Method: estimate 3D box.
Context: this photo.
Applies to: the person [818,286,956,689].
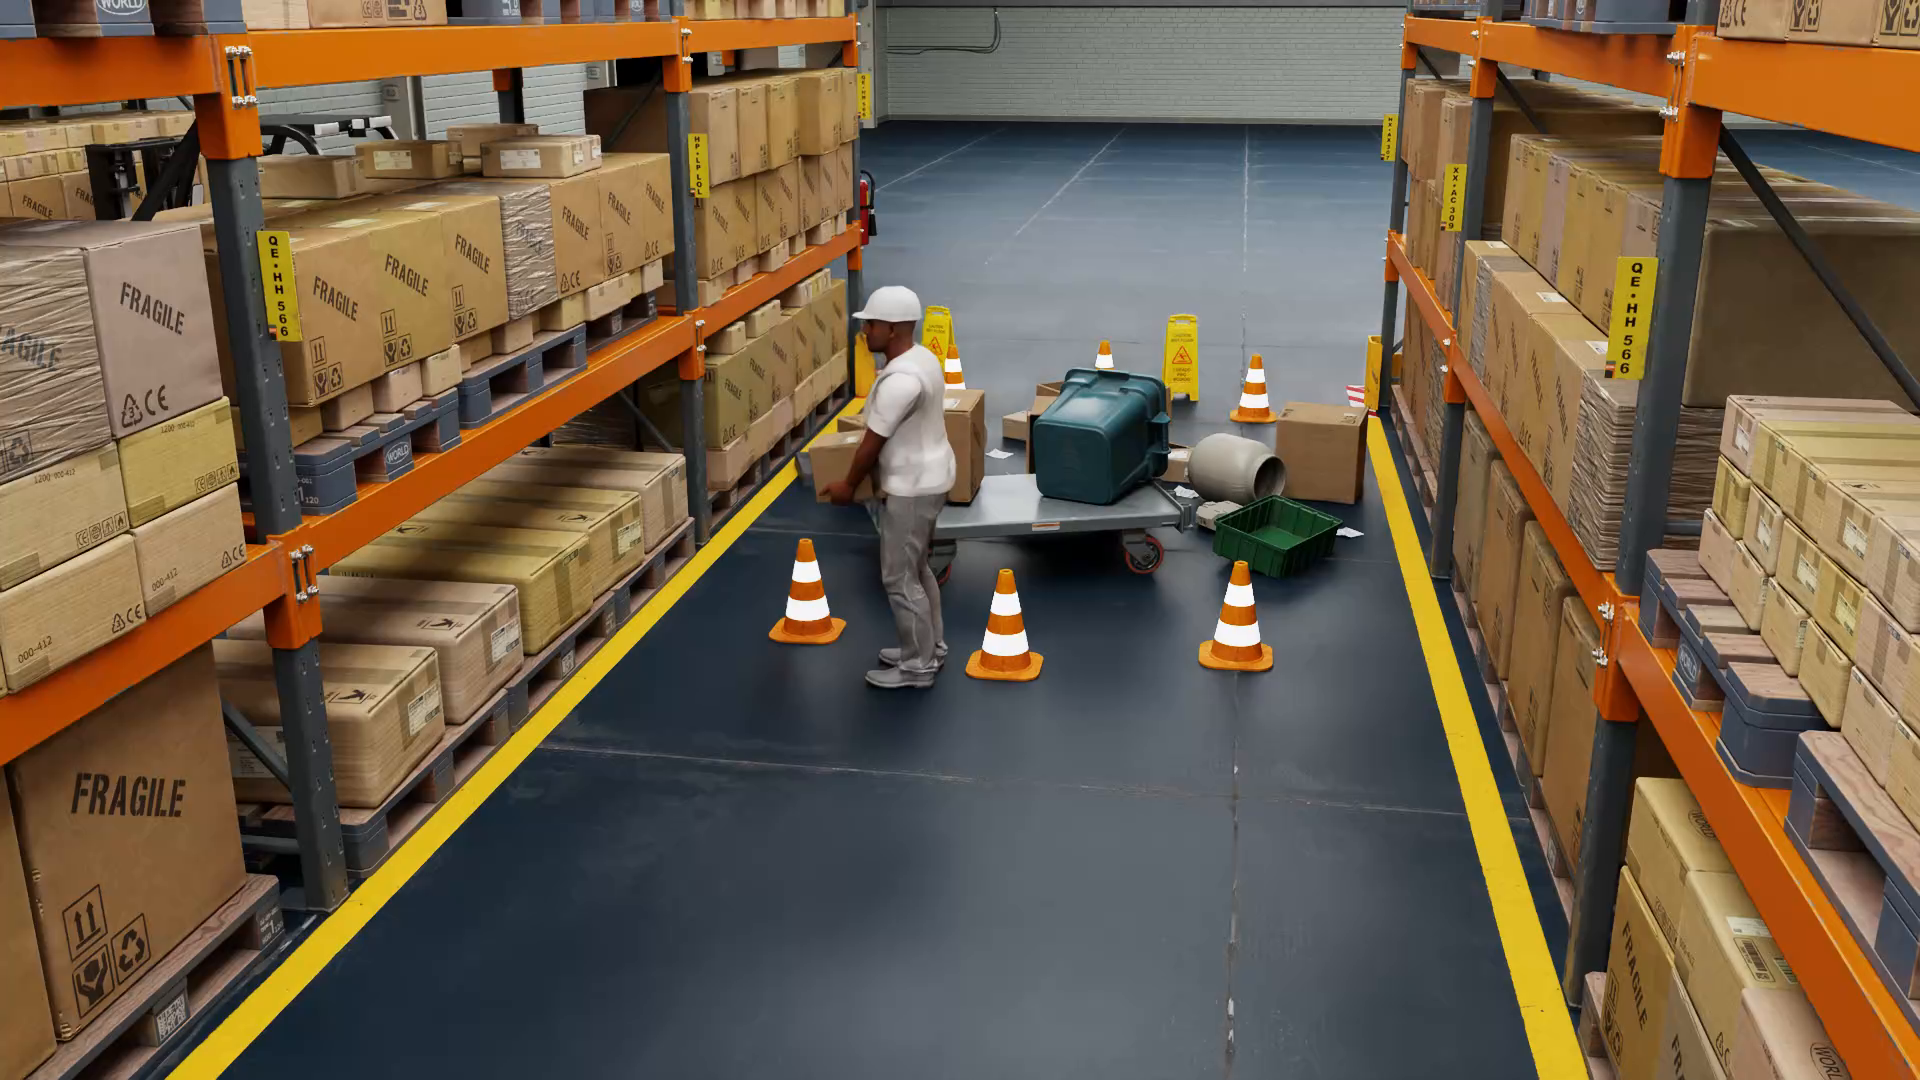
[{"bbox_3d":[-0.310,-0.229,7.242,0.577,1.755,0.505,2,18,8],"label":"person"}]
